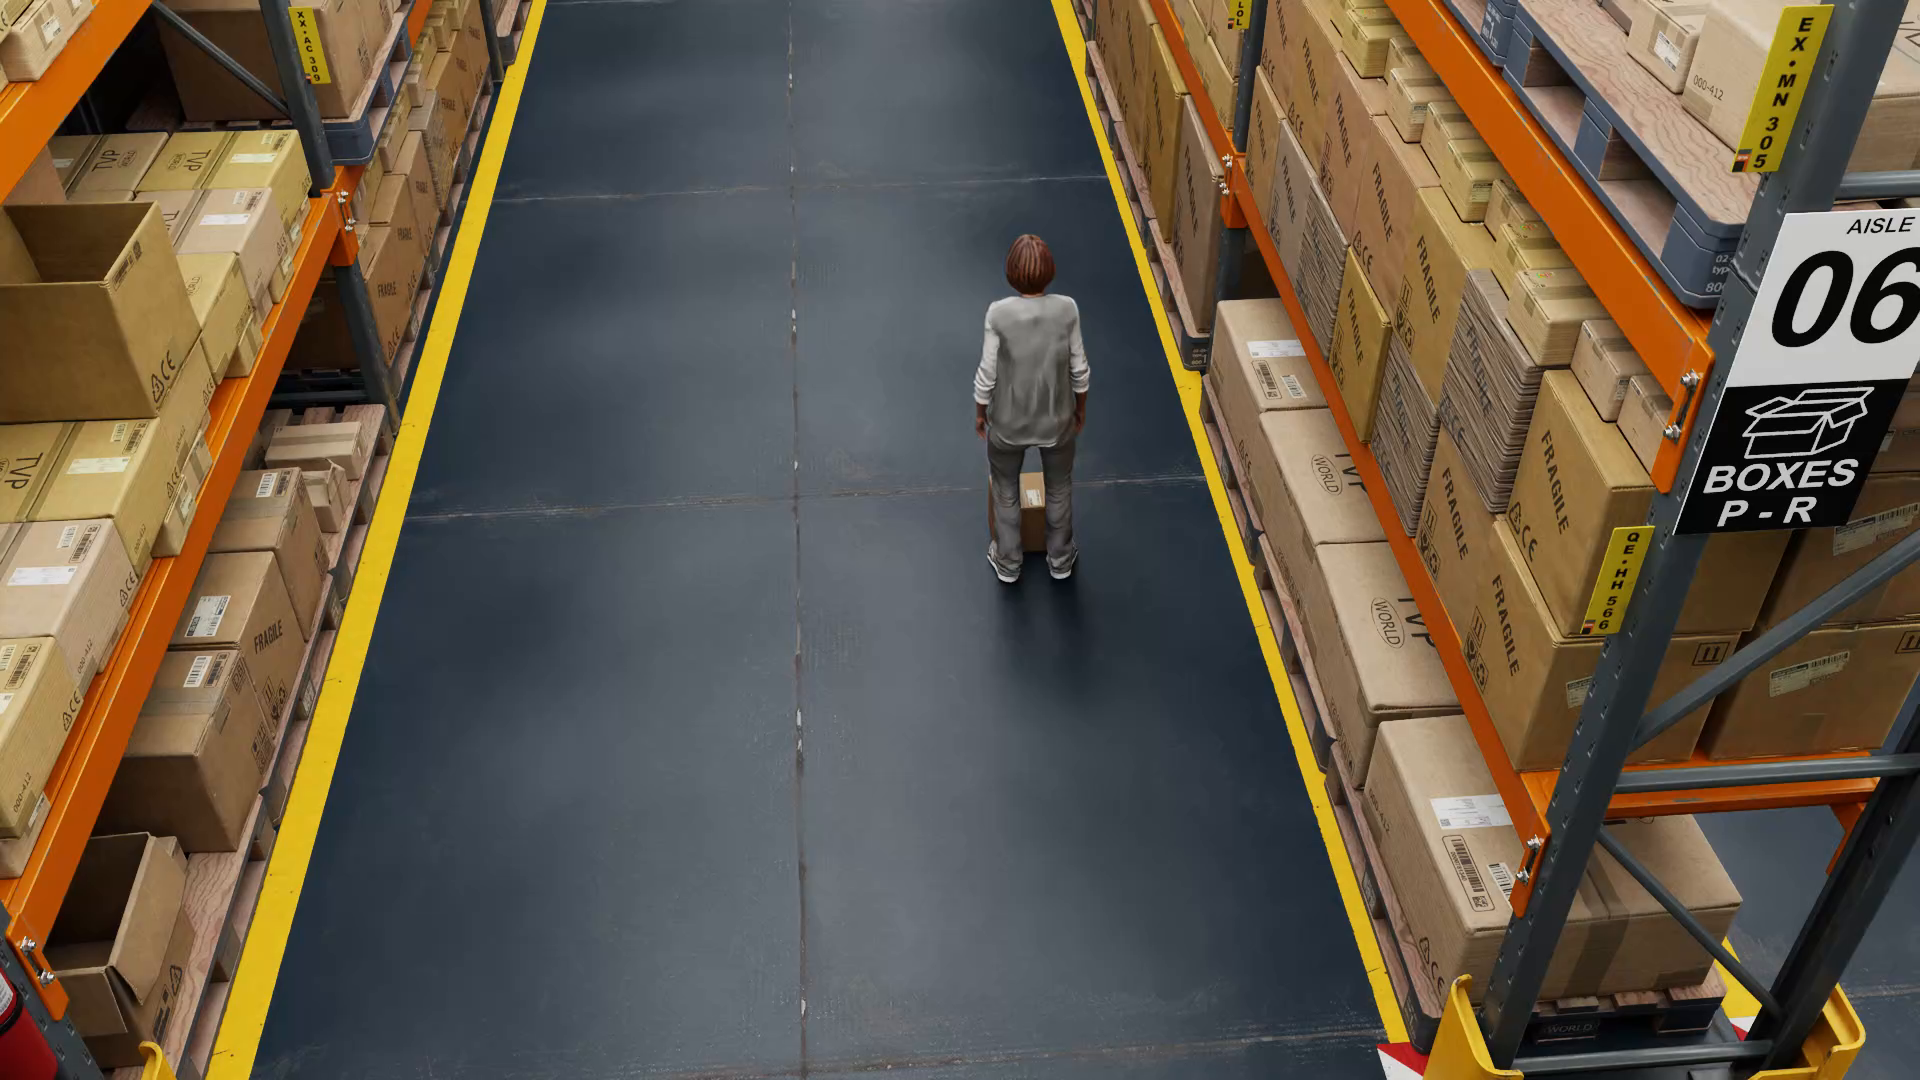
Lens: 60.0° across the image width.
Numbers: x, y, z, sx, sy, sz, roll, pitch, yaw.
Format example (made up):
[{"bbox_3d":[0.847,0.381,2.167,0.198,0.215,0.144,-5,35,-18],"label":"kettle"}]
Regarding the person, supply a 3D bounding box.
[{"bbox_3d":[0.290,-0.482,6.759,0.466,1.575,0.349,-3,40,-3],"label":"person"}]
